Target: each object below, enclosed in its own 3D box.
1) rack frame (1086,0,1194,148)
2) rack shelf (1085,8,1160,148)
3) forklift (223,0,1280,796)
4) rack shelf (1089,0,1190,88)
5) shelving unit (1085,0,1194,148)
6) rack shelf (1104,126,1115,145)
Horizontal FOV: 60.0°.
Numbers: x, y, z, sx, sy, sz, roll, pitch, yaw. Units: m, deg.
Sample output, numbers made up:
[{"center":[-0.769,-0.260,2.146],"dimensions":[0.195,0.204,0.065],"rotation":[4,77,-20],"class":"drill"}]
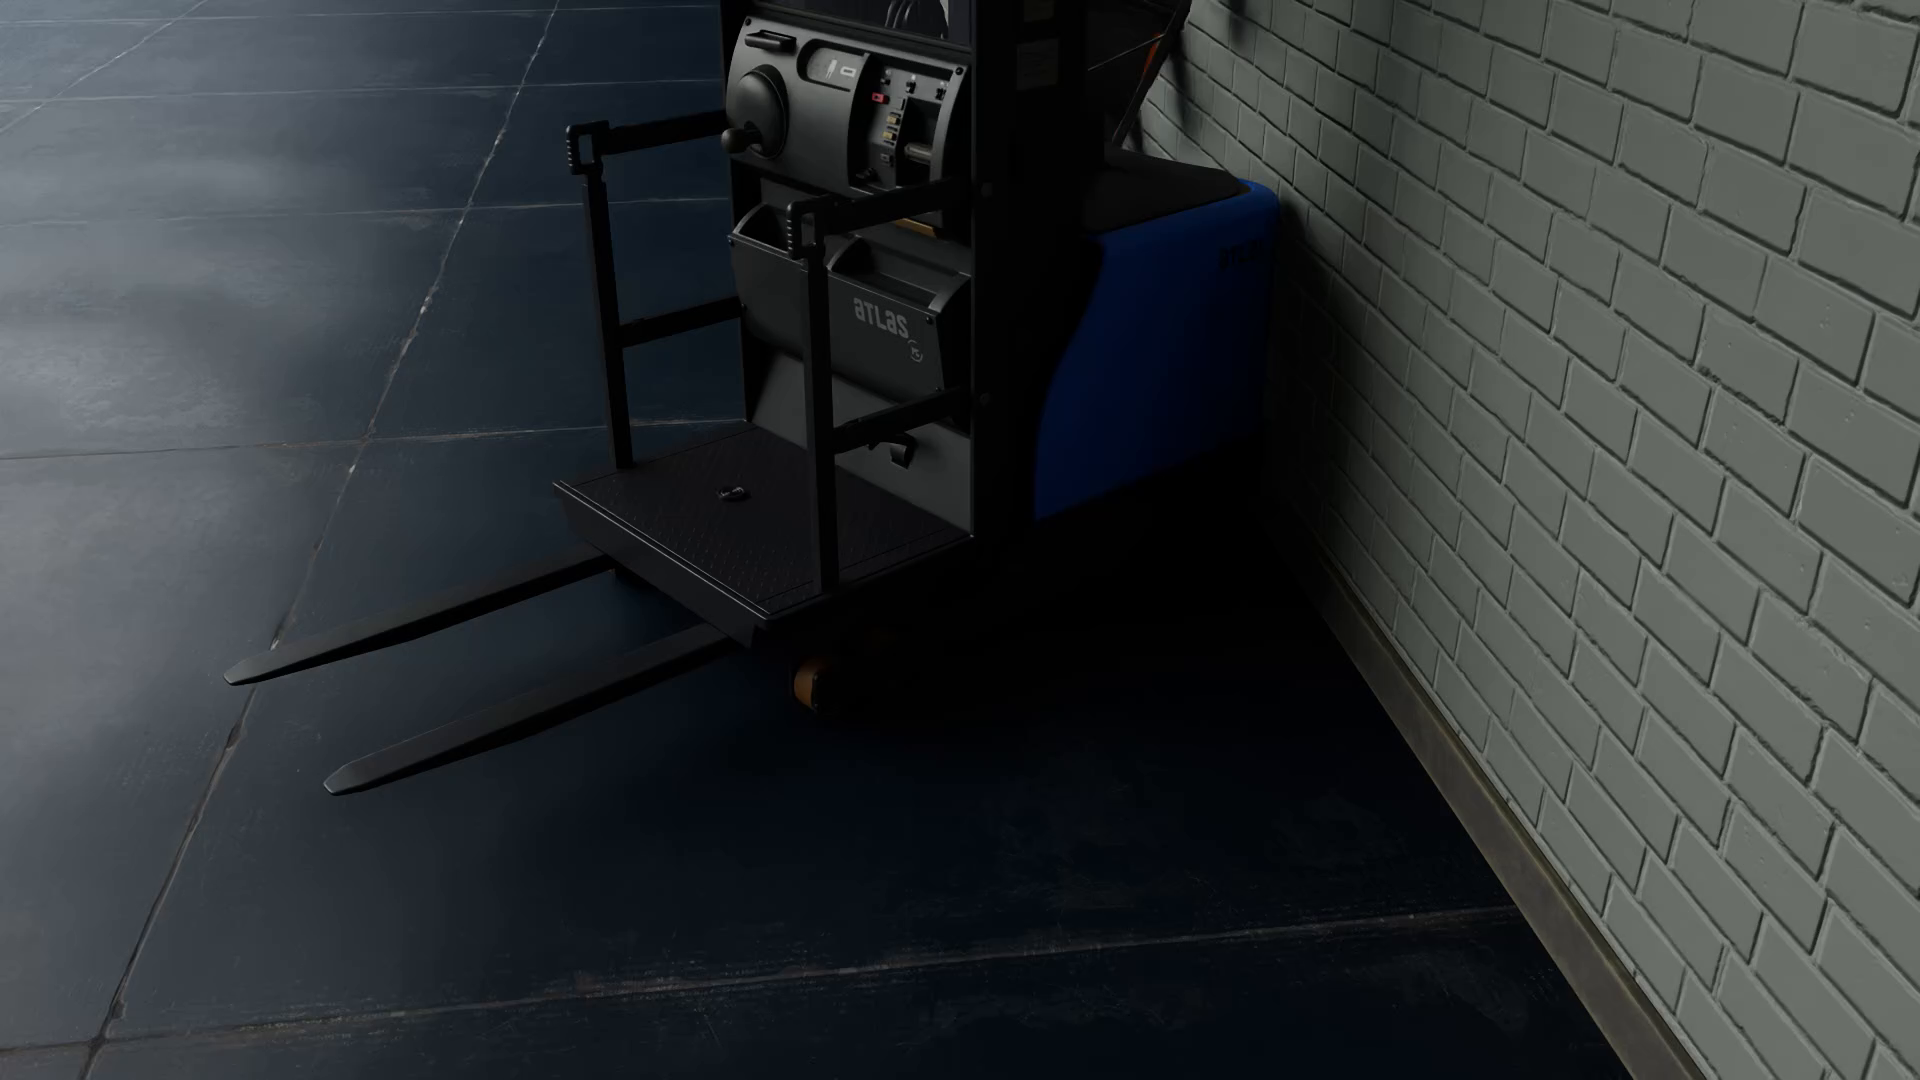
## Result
[{"center":[0.400,-1.513,6.070],"dimensions":[0.400,0.015,2.100],"rotation":[18,-13,-3],"class":"rack frame"},{"center":[0.470,-1.737,6.140],"dimensions":[0.431,0.480,0.518],"rotation":[18,-13,-3],"class":"rack shelf"},{"center":[-0.469,-1.115,4.213],"dimensions":[3.031,2.935,1.130],"rotation":[-22,34,-36],"class":"forklift"},{"center":[0.557,-1.880,5.461],"dimensions":[0.431,0.480,0.518],"rotation":[18,-13,-3],"class":"rack shelf"},{"center":[0.472,-1.740,6.127],"dimensions":[0.431,0.503,2.100],"rotation":[18,-13,-3],"class":"shelving unit"},{"center":[0.382,-1.594,6.820],"dimensions":[0.431,0.480,0.518],"rotation":[18,-13,-3],"class":"rack shelf"}]
